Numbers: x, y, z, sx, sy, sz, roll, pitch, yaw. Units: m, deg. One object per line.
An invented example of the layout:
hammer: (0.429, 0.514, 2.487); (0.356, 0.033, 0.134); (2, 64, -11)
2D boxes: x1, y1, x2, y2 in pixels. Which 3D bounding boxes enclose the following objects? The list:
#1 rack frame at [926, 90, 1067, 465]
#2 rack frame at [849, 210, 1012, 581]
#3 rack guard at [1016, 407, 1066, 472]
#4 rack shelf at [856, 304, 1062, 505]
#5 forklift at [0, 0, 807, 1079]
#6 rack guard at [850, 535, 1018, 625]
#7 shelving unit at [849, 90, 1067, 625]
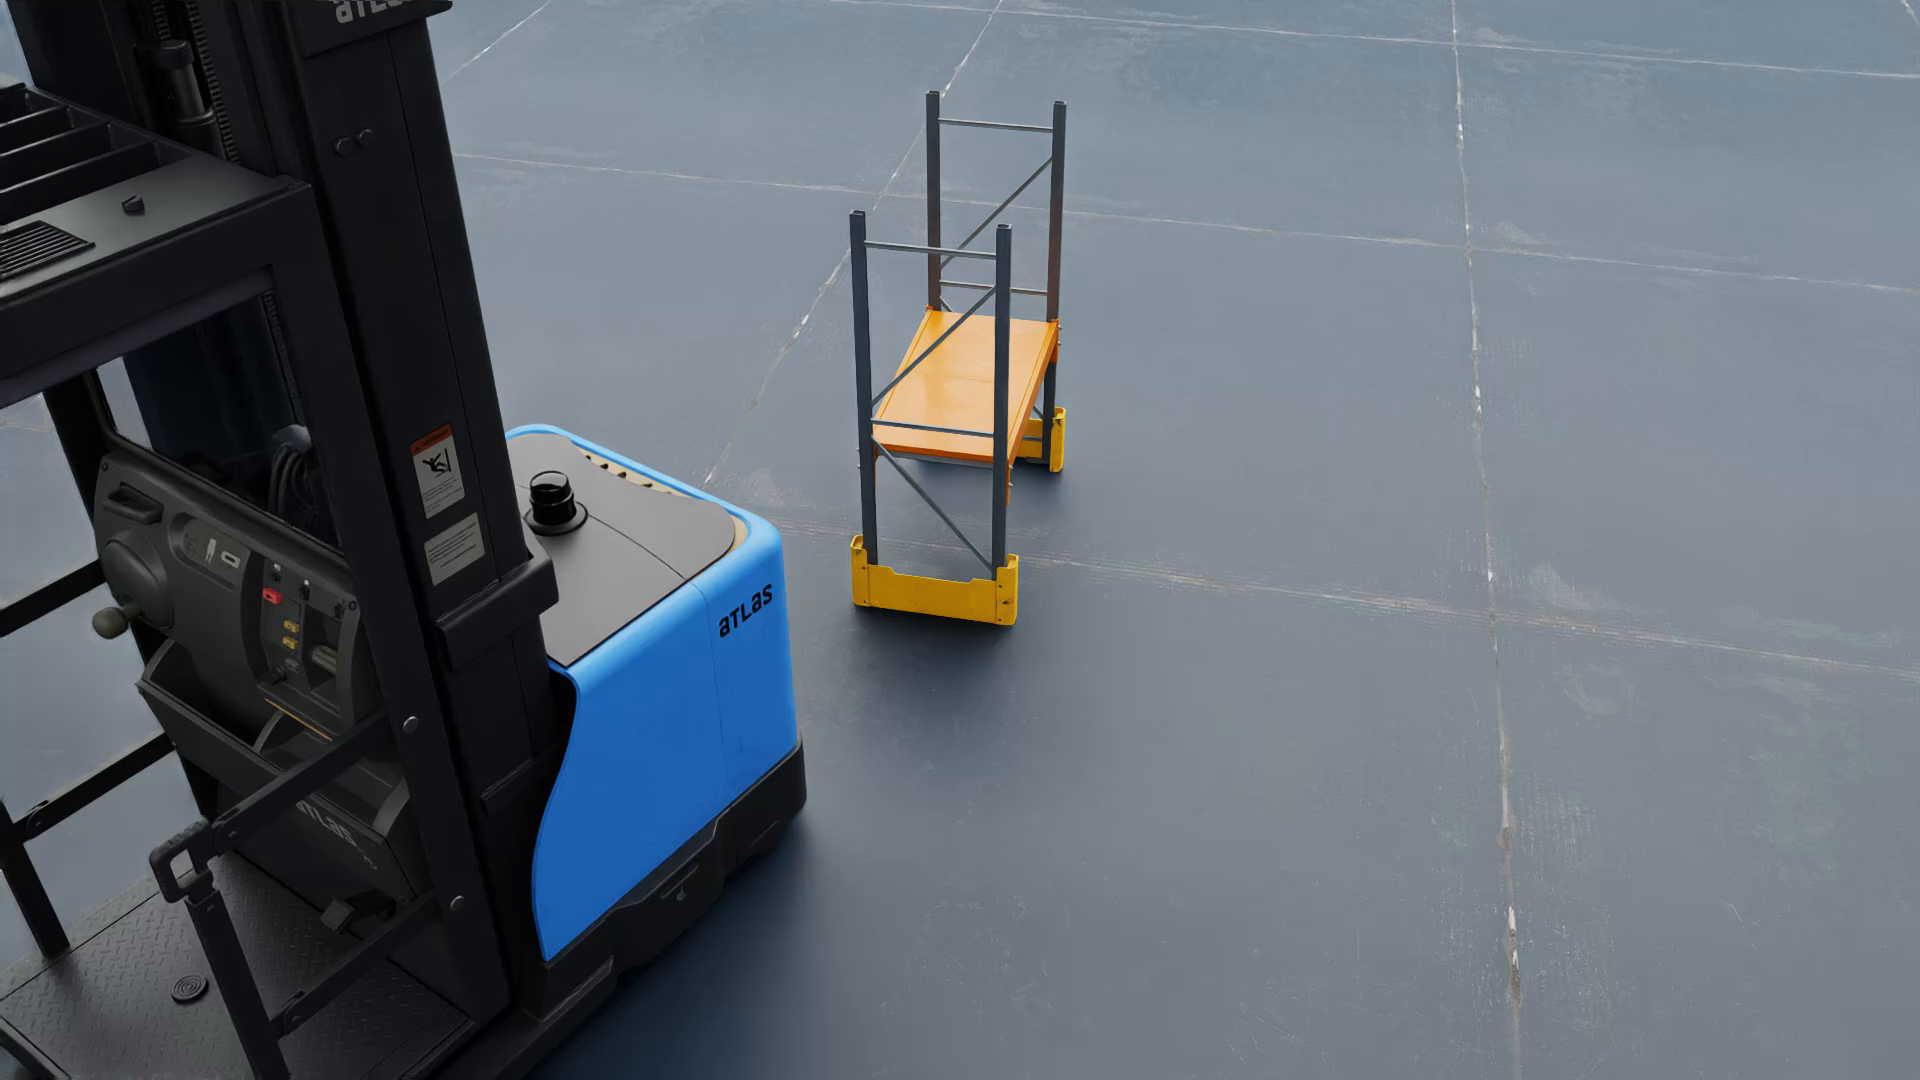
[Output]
rack frame: (0.127, -0.948, 6.279); (0.500, 1.500, 0.032); (7, 37, 10)
rack frame: (-0.090, -0.365, 5.475); (0.500, 1.500, 0.032); (7, 37, 10)
rack guard: (0.123, -0.430, 6.631); (0.587, 0.250, 0.087); (7, 37, 10)
rack shelf: (0.018, -0.511, 5.983); (0.538, 0.185, 1.000); (7, 37, 10)
forklift: (-1.731, 0.183, 3.500); (1.130, 2.935, 3.031); (23, 42, 28)
rack guard: (-0.090, 0.141, 5.843); (0.587, 0.250, 0.087); (7, 37, 10)
shelving unit: (0.016, -0.651, 5.870); (0.587, 1.500, 1.083); (7, 37, 10)
